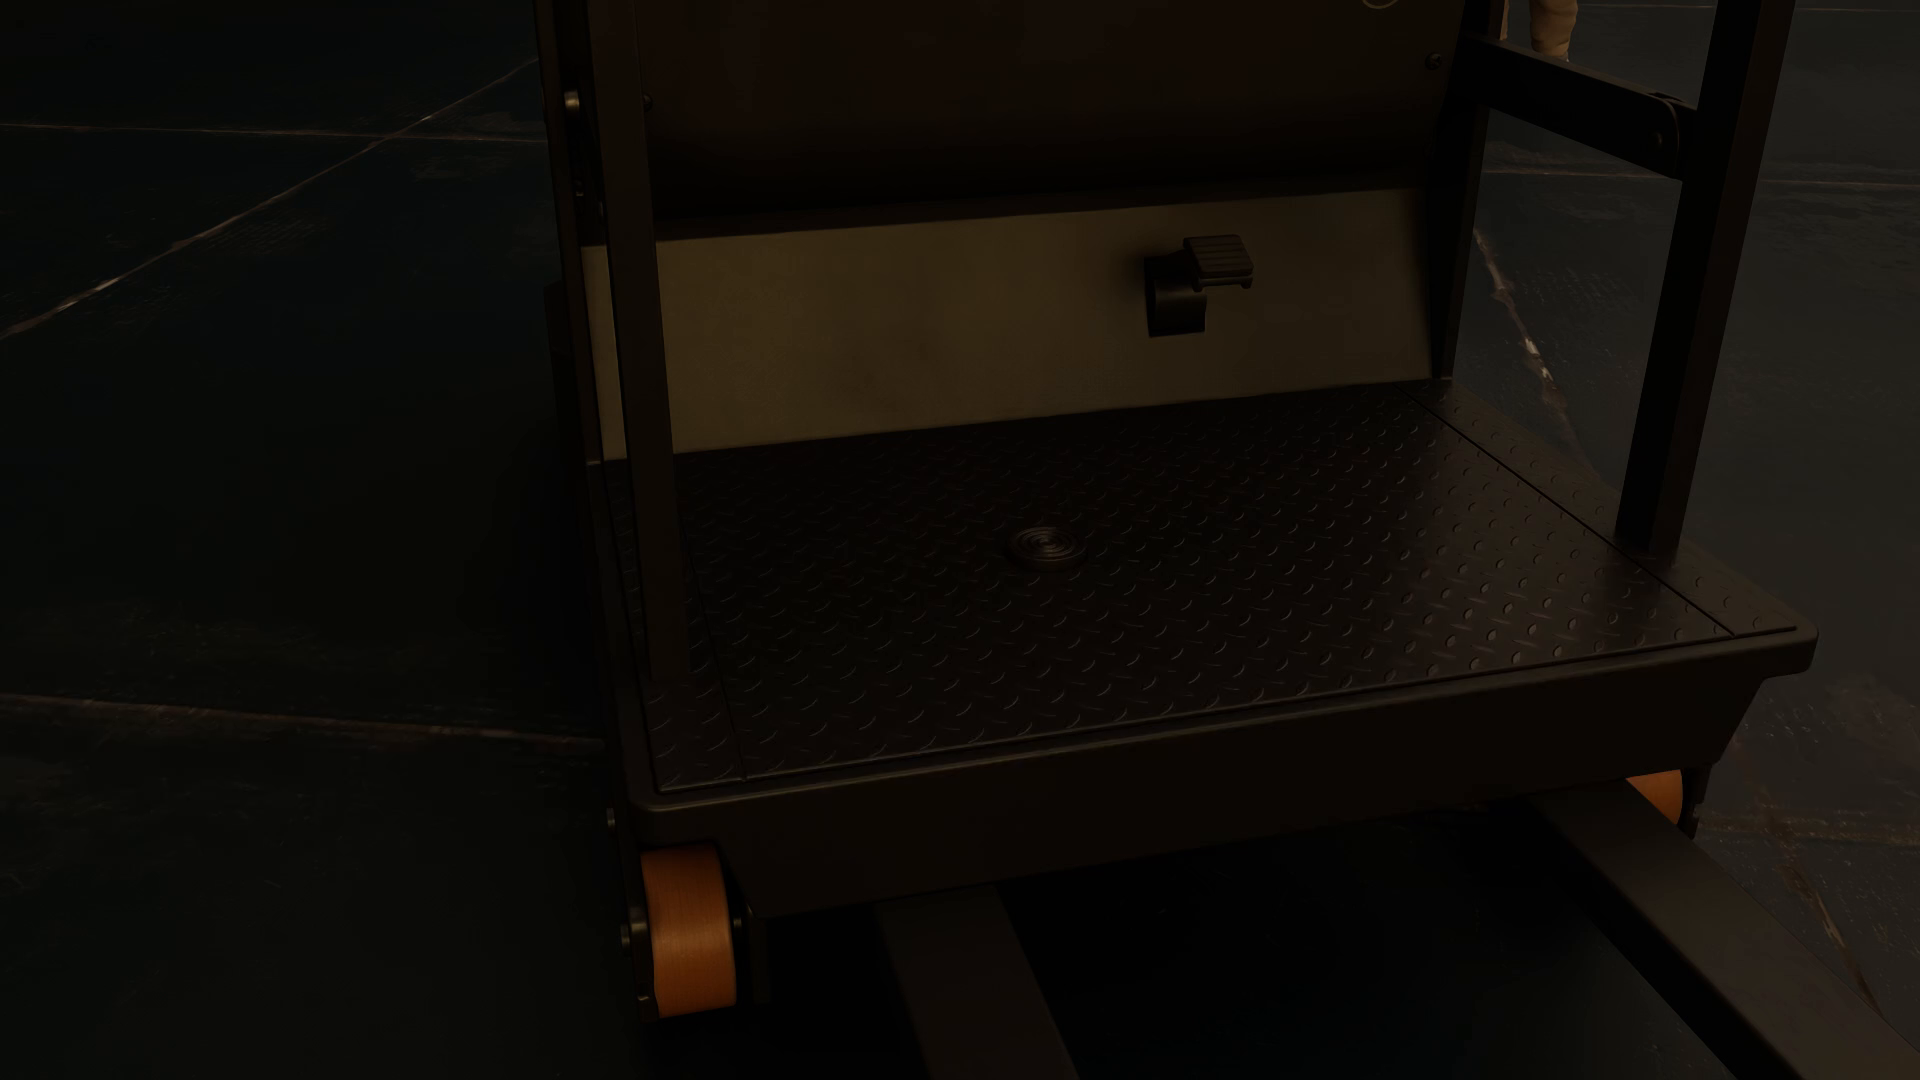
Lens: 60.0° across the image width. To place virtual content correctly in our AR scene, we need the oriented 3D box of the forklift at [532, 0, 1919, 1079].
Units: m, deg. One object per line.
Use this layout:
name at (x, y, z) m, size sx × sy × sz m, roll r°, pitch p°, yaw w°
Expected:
forklift at (0.153, -1.049, 1.319) m, size 1.130 × 2.935 × 3.031 m, roll -7°, pitch 27°, yaw -13°

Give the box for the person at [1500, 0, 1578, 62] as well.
person at (1.788, -2.363, 5.285) m, size 0.640 × 1.727 × 0.551 m, roll 2°, pitch 27°, yaw 4°
